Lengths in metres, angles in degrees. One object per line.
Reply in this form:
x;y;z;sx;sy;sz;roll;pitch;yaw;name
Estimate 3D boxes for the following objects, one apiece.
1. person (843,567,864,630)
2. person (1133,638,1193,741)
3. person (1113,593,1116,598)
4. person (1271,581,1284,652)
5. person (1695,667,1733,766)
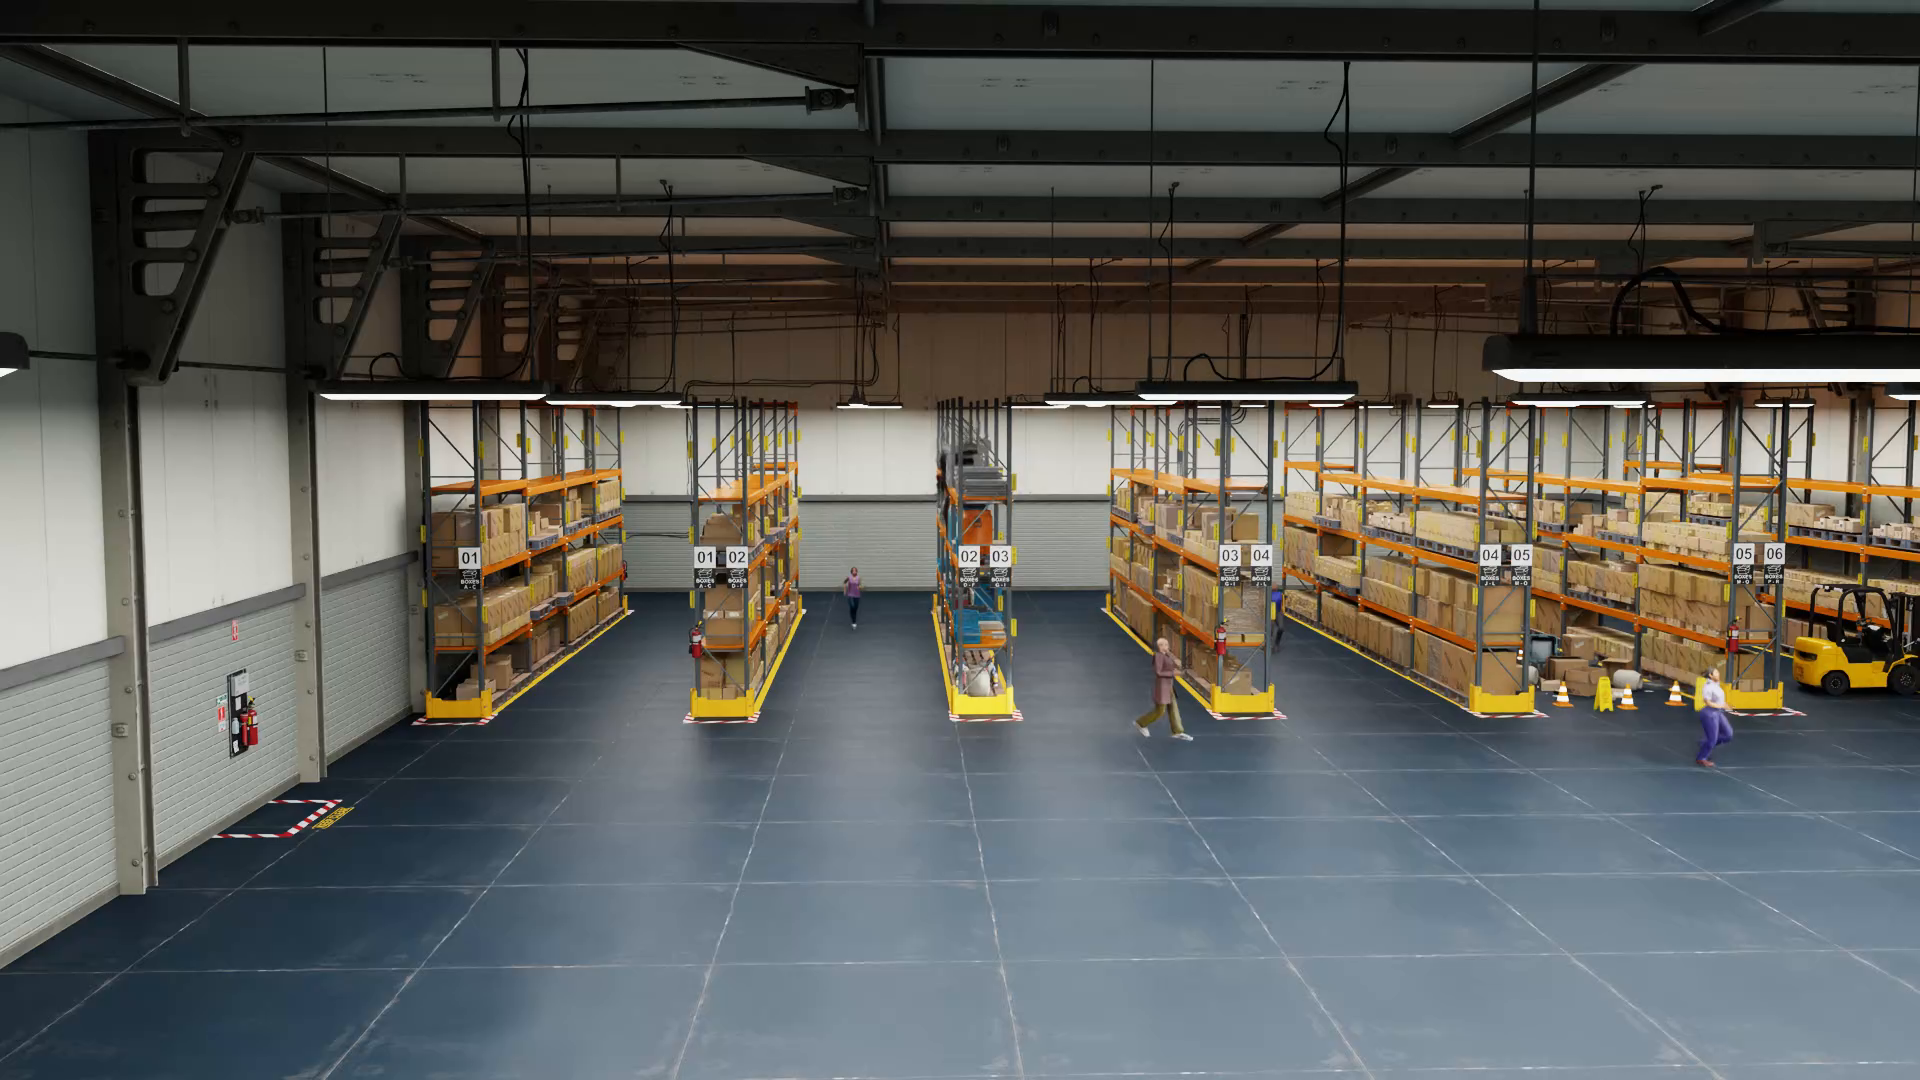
-2.810;1.524;43.992;0.511;1.599;0.822;-1;5;-15;person
3.524;2.581;28.788;1.050;1.769;0.707;2;5;20;person
4.724;1.097;48.677;0.732;1.754;0.672;2;5;26;person
7.544;1.832;39.824;0.553;1.699;0.681;-1;4;-10;person
12.198;2.846;26.851;0.556;1.609;0.595;4;6;42;person
